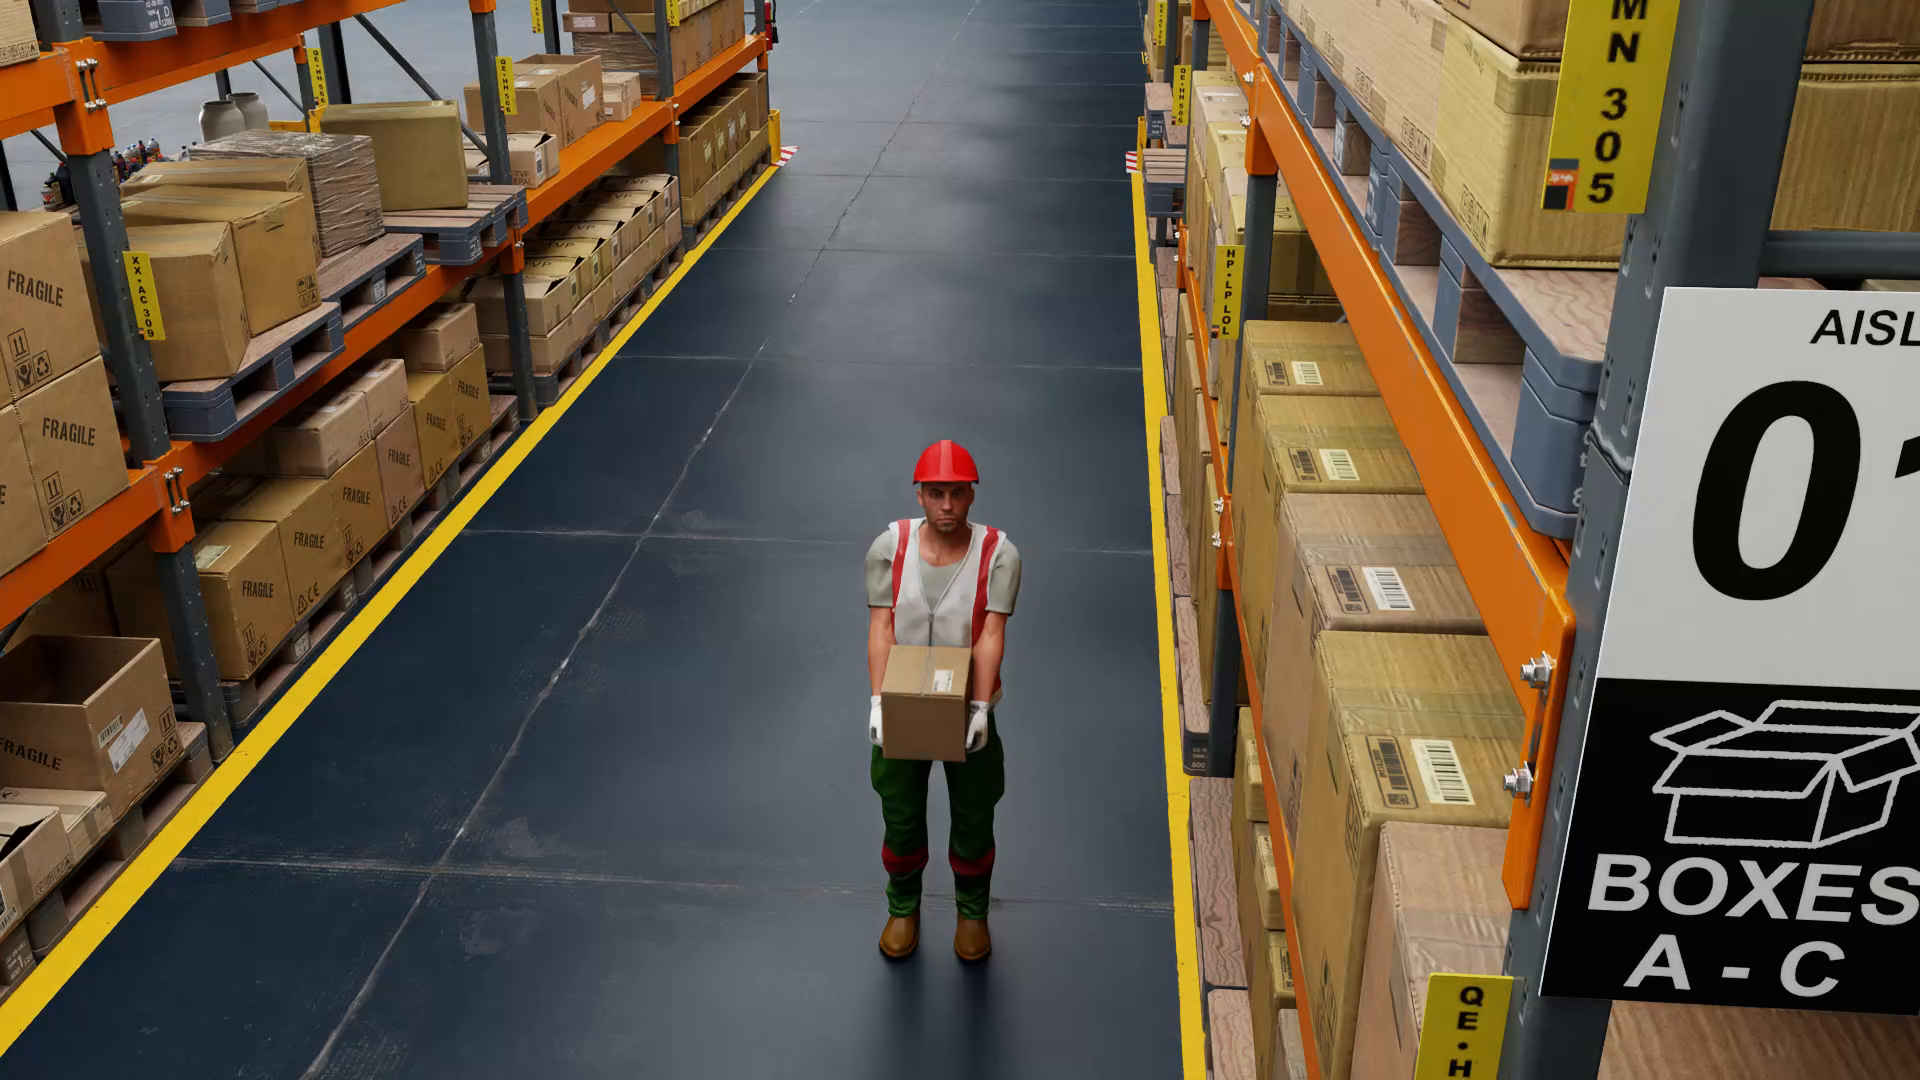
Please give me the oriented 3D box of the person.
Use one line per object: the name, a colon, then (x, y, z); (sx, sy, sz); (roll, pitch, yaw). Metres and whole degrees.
person: (-0.068, 0.549, 5.372); (0.605, 1.777, 0.454); (1, 24, 2)
